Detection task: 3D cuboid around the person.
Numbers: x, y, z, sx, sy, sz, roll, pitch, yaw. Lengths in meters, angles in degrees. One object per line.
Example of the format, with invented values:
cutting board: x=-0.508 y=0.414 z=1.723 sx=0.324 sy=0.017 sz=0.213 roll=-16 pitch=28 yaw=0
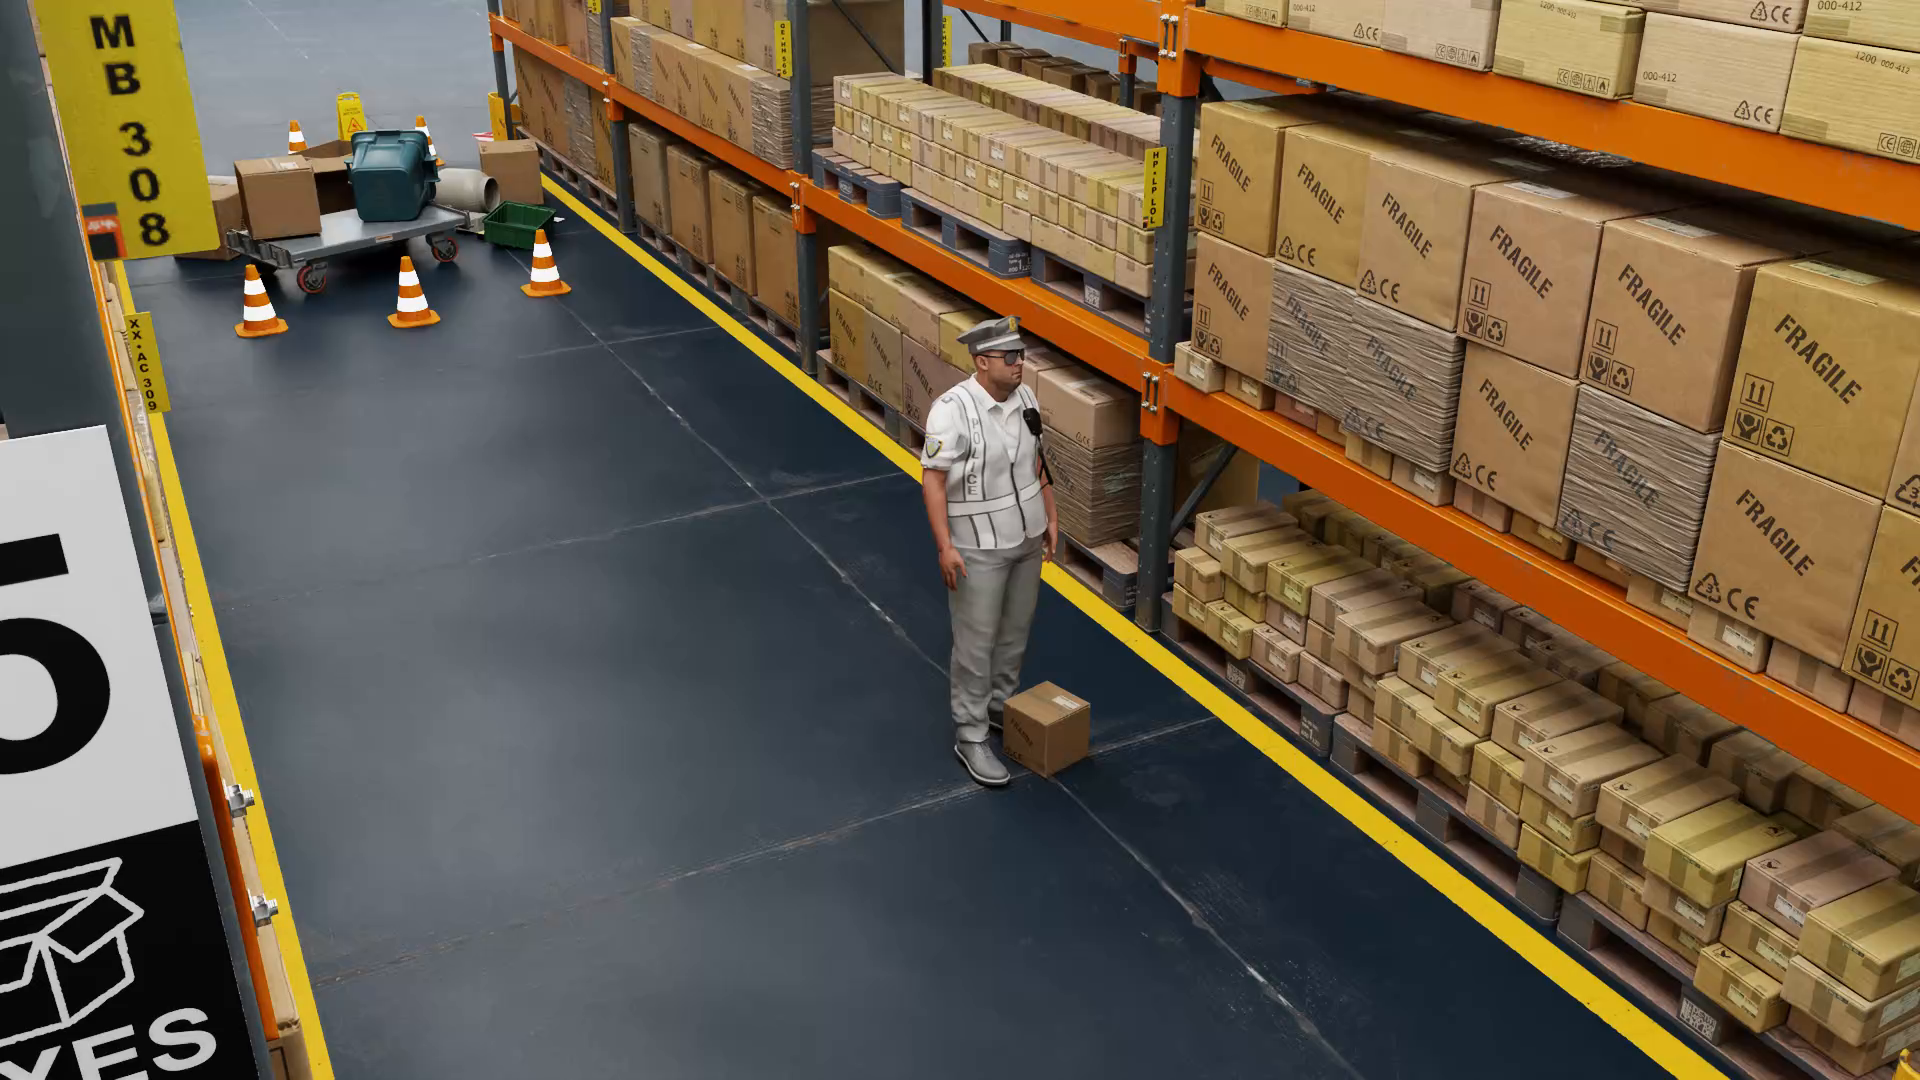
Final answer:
person: x=0.184 y=0.005 z=6.534 sx=0.640 sy=1.781 sz=0.575 roll=-21 pitch=32 yaw=-37
